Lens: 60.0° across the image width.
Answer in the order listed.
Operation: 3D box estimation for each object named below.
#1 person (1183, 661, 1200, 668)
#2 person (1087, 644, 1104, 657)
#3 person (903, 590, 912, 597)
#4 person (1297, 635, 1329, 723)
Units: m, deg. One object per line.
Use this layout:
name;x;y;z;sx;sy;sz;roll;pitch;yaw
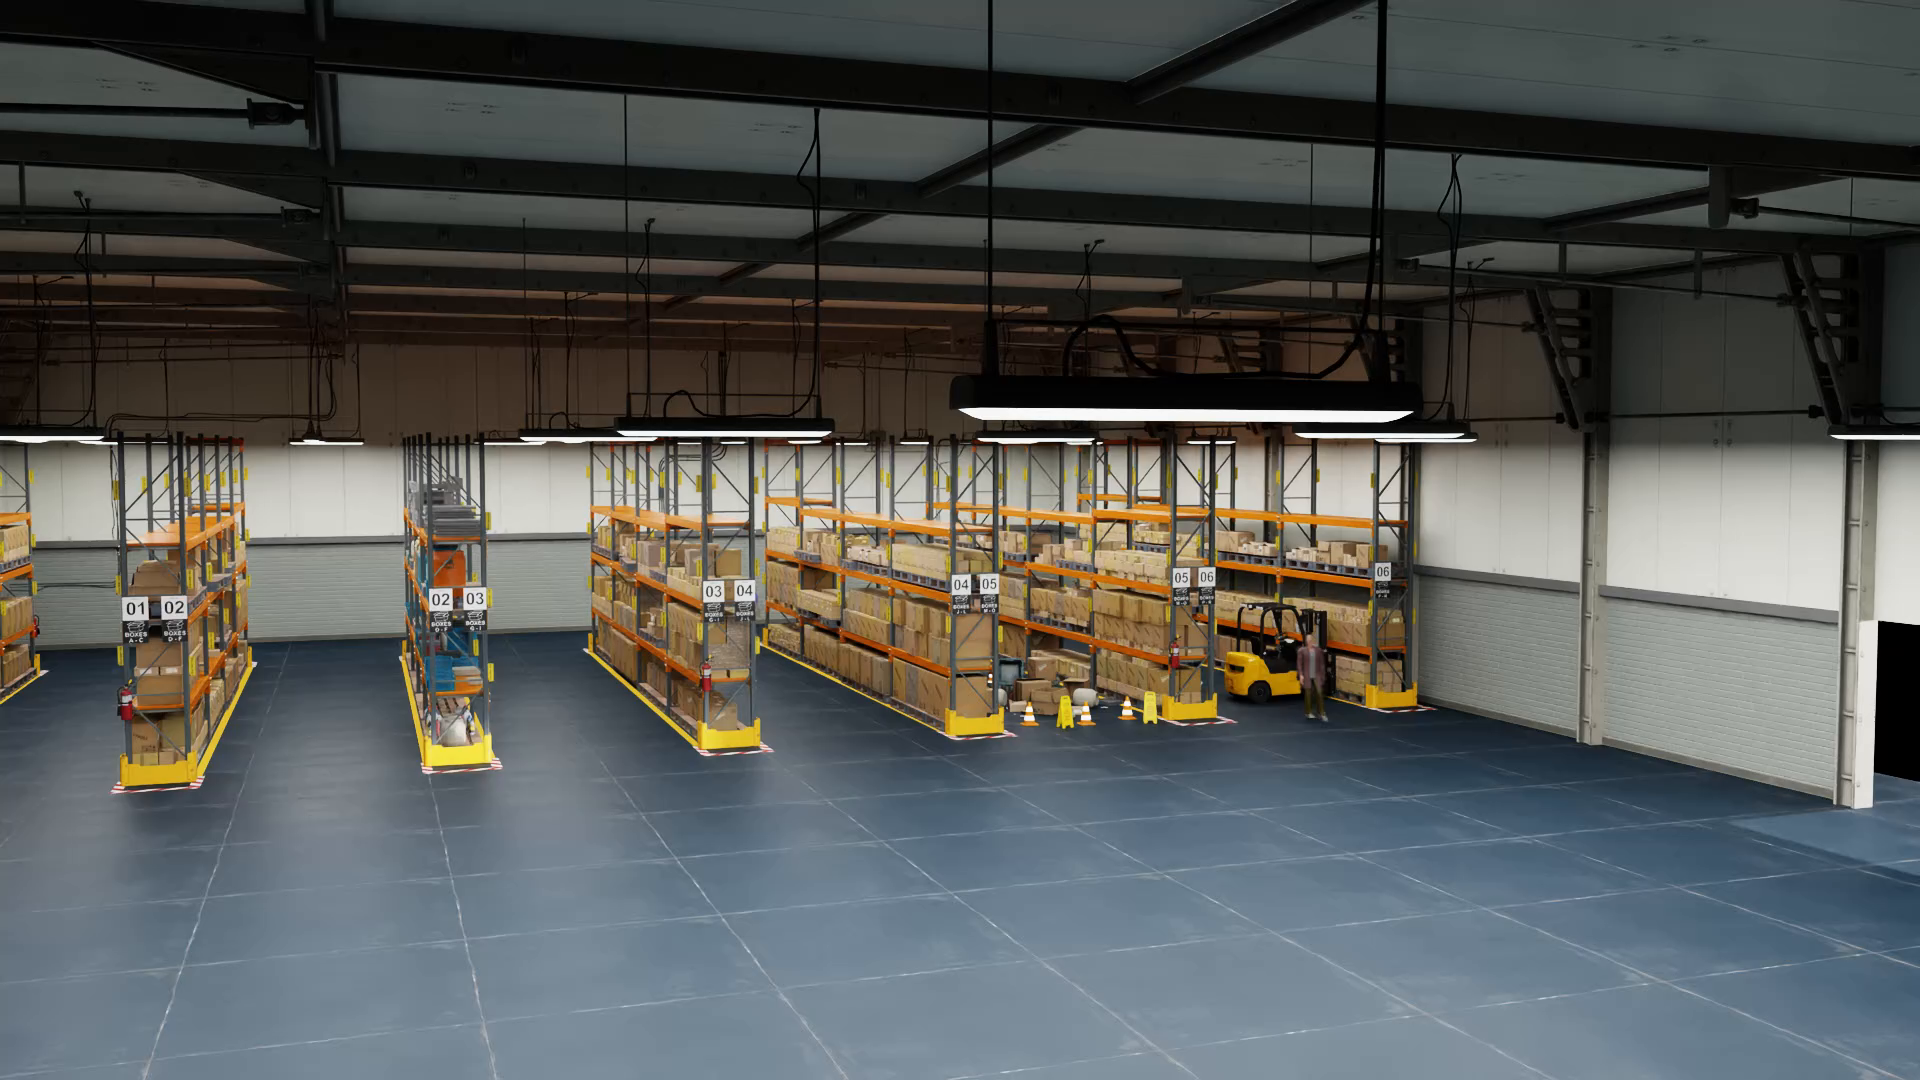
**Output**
person;5.532;2.779;39.717;0.524;1.498;0.749;-1;3;-19
person;3.742;2.375;45.431;0.553;1.777;0.609;-2;4;-31
person;-1.592;2.173;48.865;0.485;1.671;0.487;-1;3;-23
person;7.409;2.901;34.944;0.642;1.789;0.719;0;3;6
